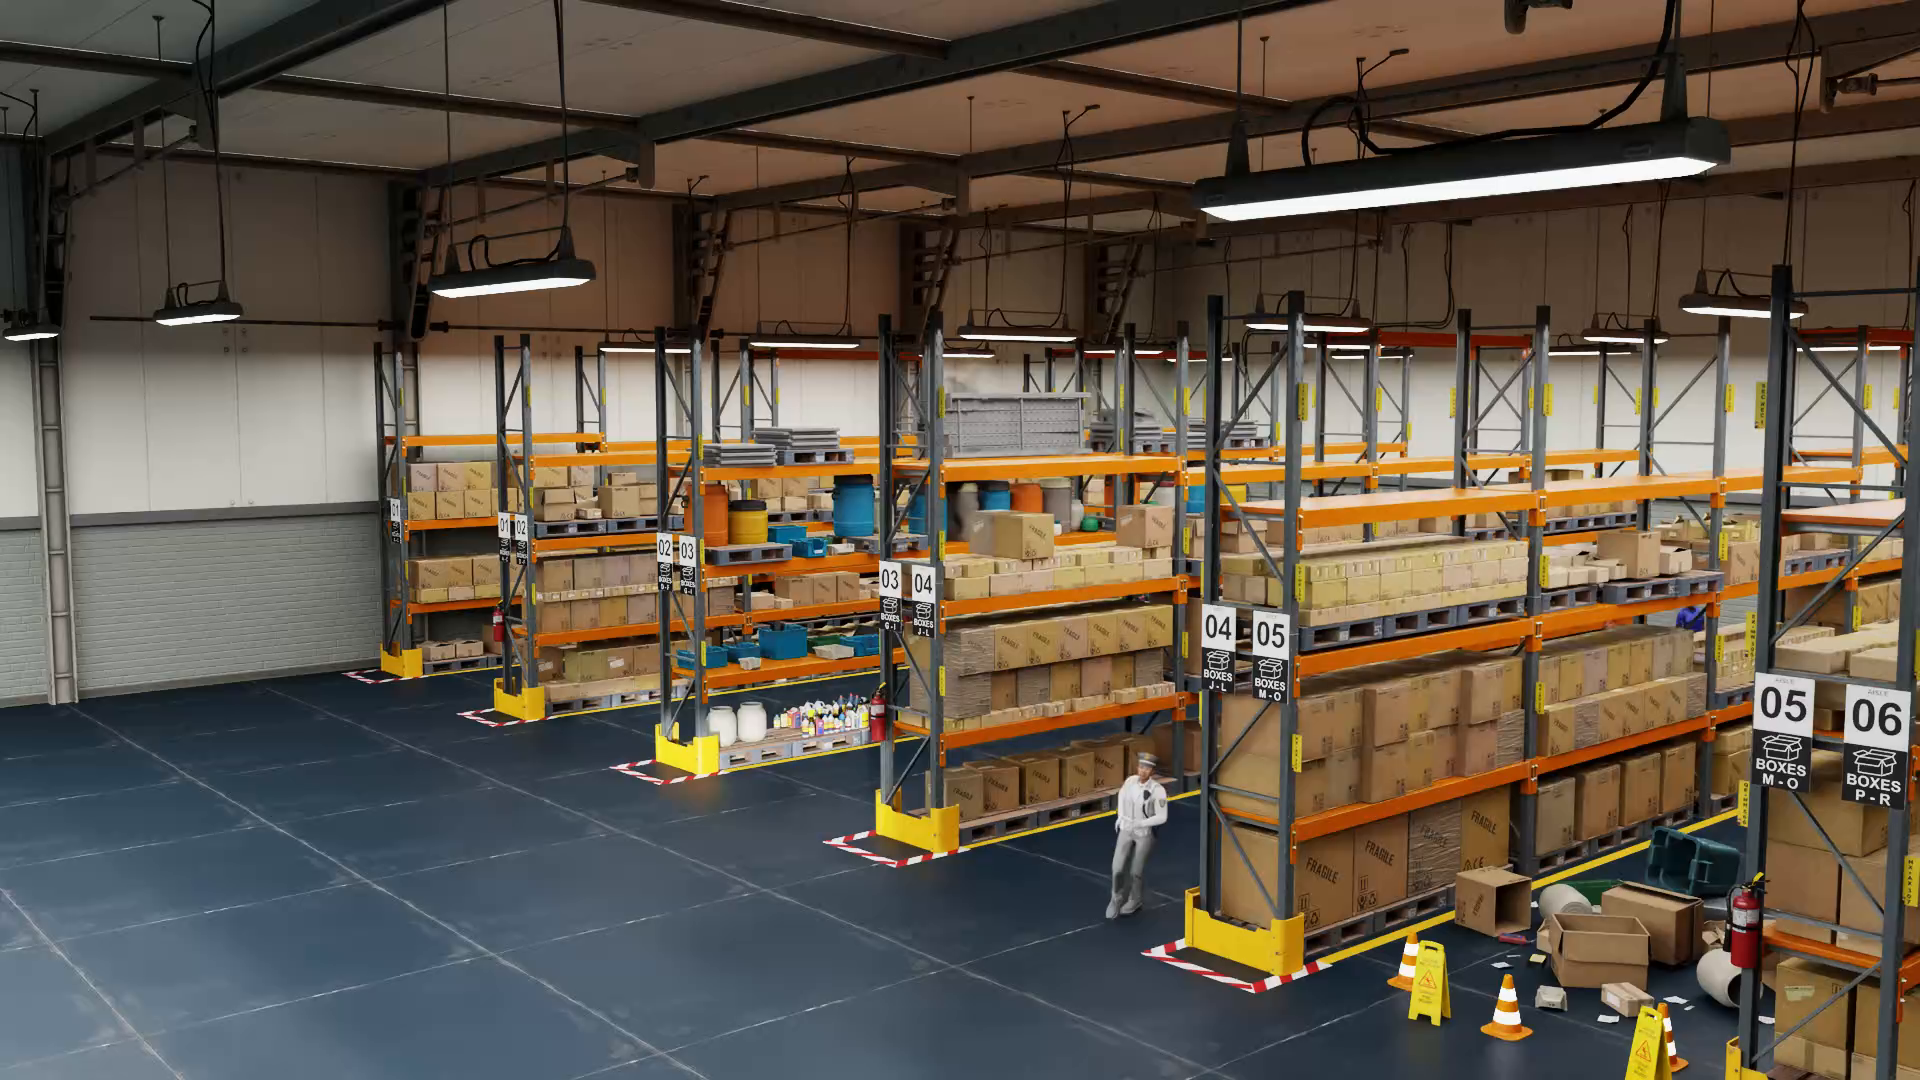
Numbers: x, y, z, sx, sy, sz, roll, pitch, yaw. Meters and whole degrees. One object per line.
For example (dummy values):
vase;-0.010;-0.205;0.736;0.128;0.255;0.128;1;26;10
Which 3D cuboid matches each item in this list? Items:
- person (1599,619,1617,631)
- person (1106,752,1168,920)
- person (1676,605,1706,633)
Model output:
person;9.832;1.991;25.333;0.649;1.741;0.587;4;7;39
person;1.733;2.875;16.152;0.612;1.686;0.613;2;6;25
person;12.712;1.747;28.809;0.555;1.589;0.493;0;5;3
